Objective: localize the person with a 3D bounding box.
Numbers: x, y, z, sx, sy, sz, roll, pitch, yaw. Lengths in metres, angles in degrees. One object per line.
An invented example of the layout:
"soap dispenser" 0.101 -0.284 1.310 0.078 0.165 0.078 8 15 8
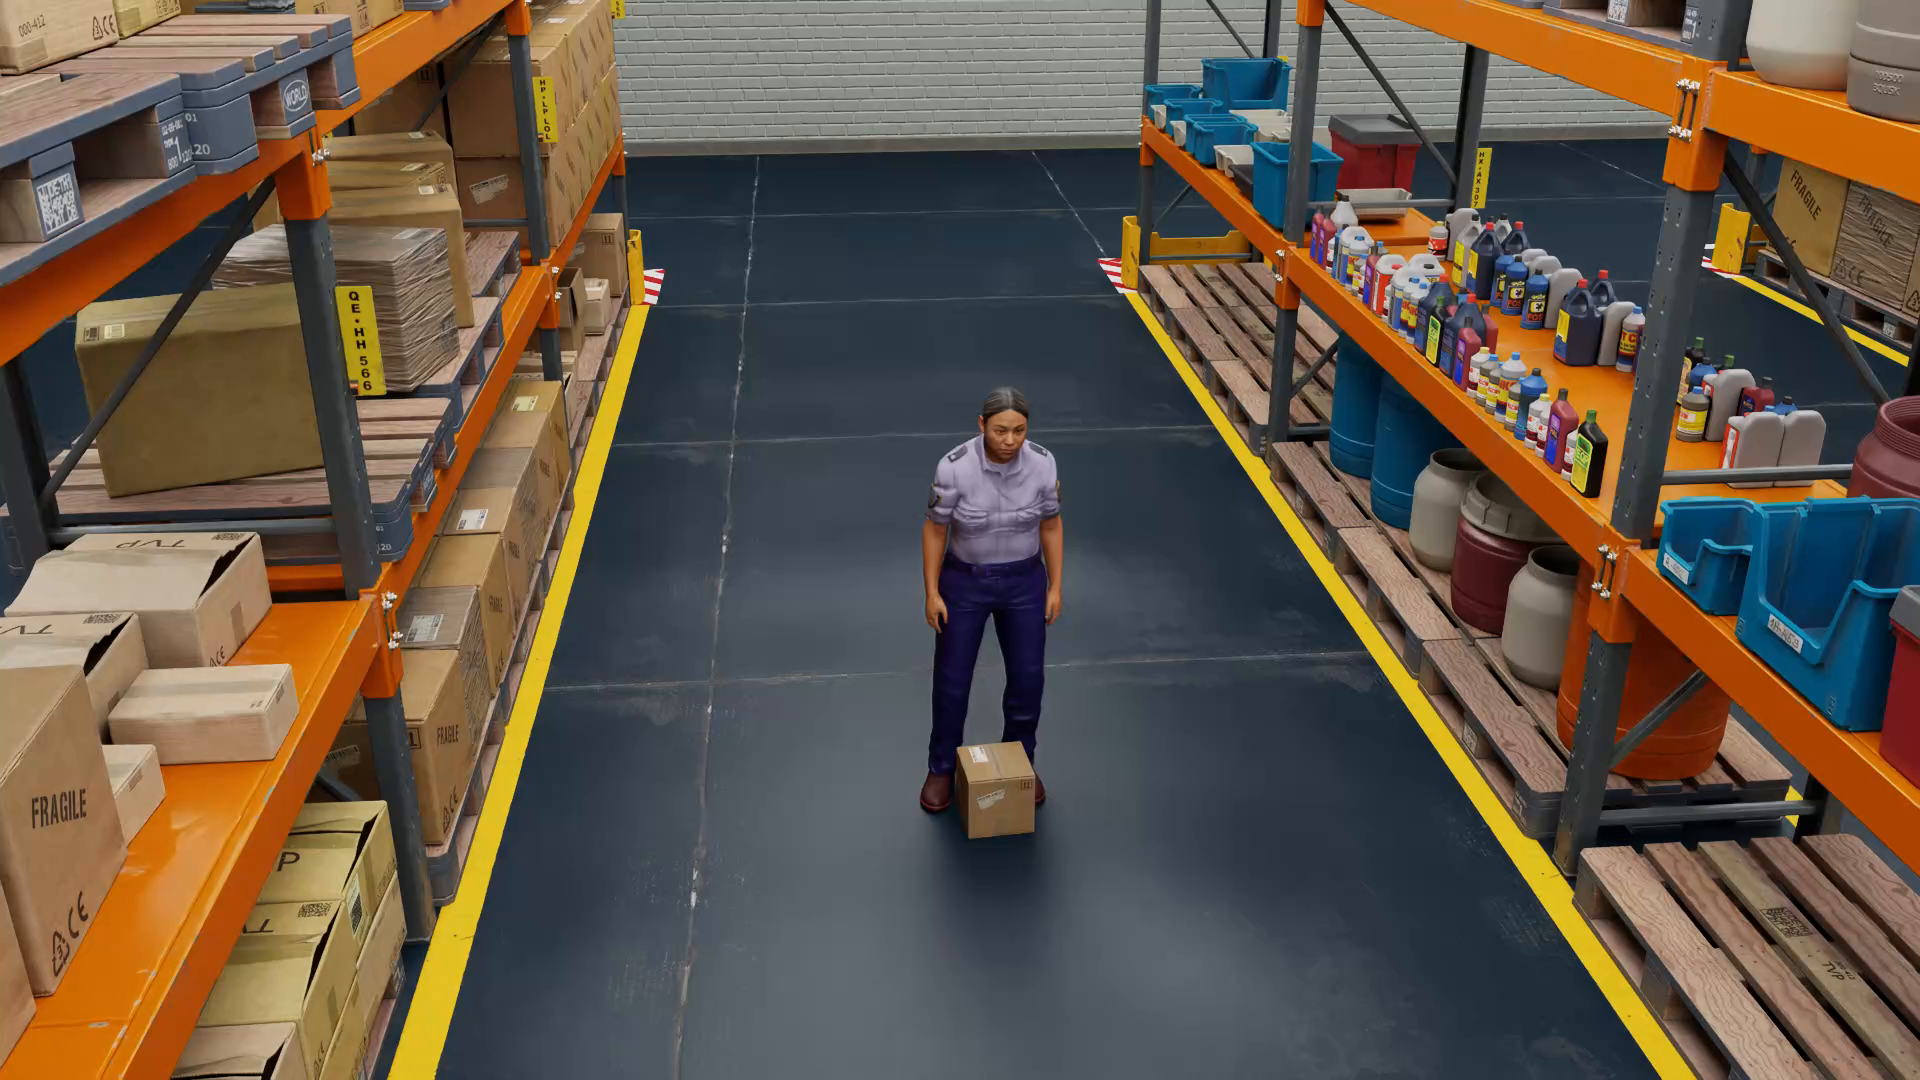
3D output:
"person" 0.110 0.201 6.157 0.561 1.651 0.377 -4 24 -8
